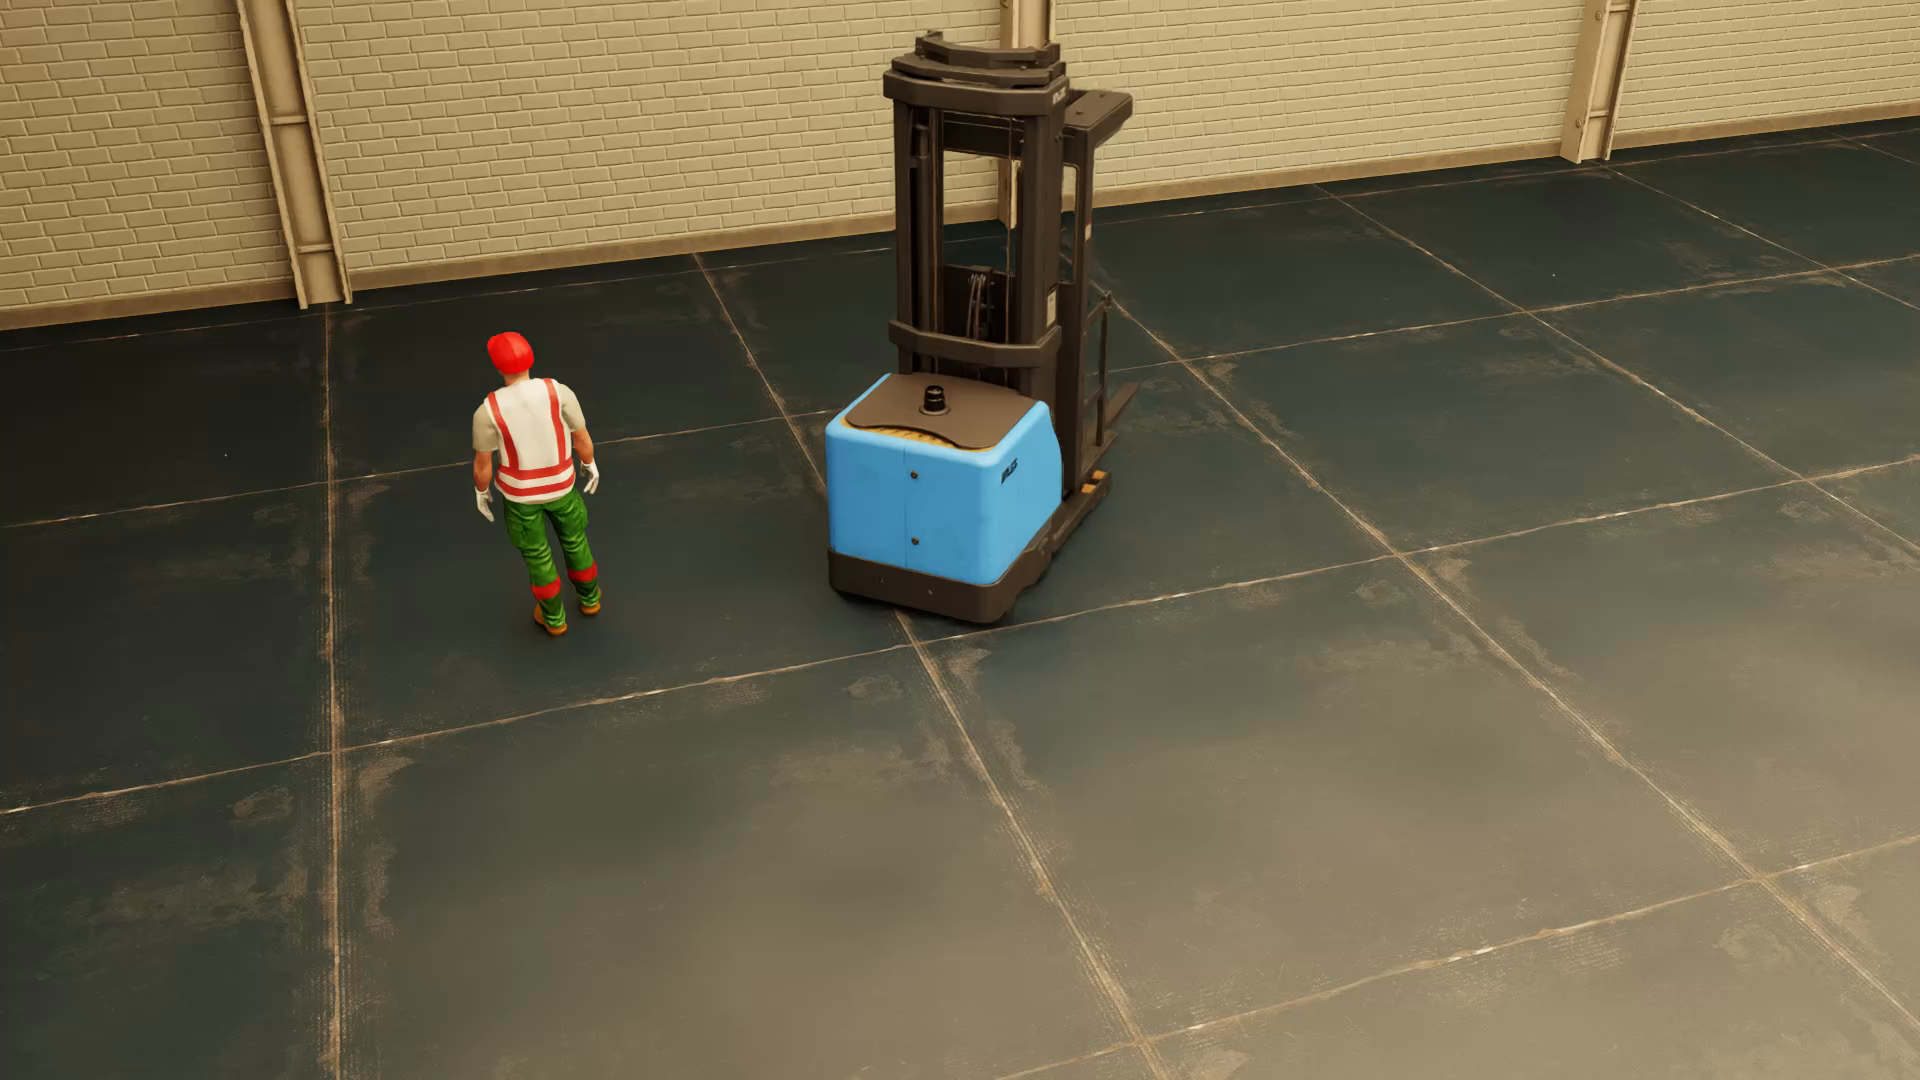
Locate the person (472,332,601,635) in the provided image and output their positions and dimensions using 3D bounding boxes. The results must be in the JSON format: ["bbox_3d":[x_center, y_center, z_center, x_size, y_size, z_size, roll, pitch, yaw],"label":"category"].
[{"bbox_3d":[-2.240,-0.319,8.774,0.643,1.789,0.565,-13,32,-21],"label":"person"}]

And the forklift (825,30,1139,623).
[{"bbox_3d":[0.312,-1.531,9.747,1.130,2.935,3.031,12,32,20],"label":"forklift"}]
